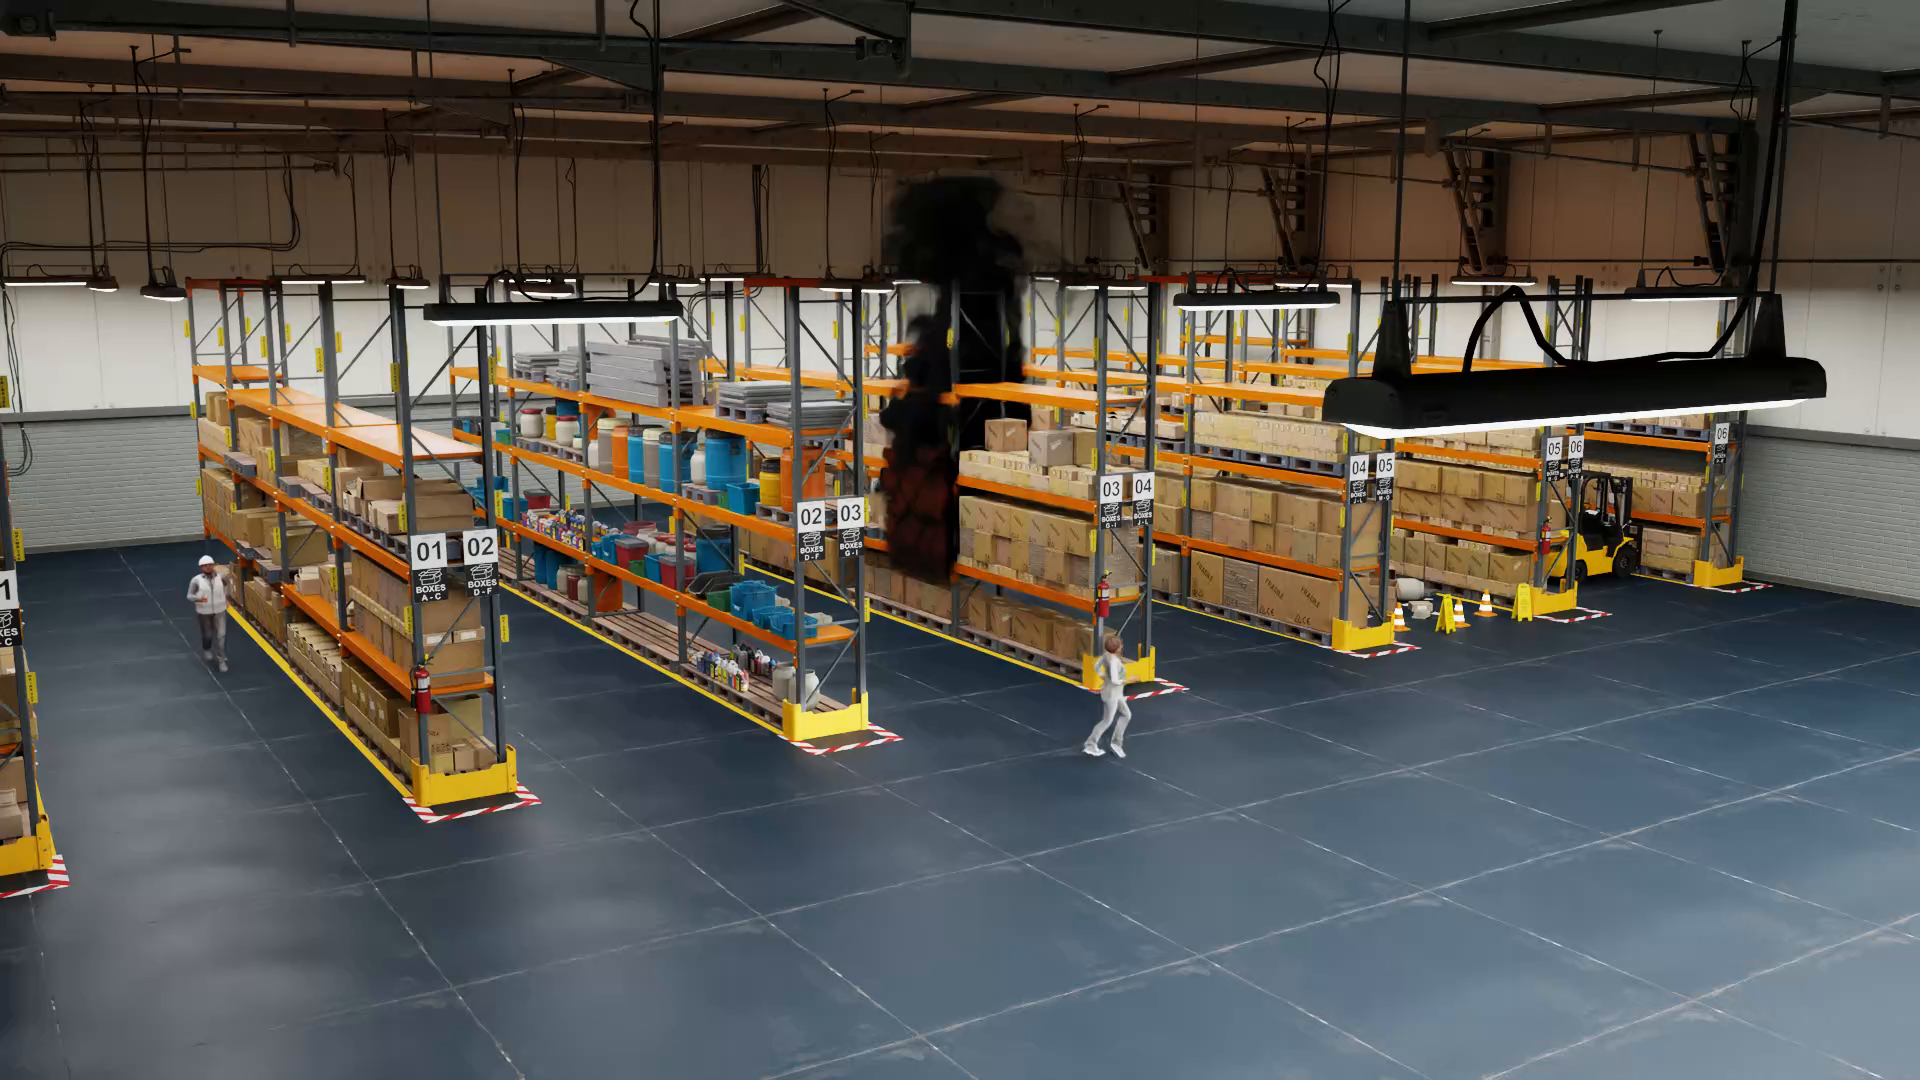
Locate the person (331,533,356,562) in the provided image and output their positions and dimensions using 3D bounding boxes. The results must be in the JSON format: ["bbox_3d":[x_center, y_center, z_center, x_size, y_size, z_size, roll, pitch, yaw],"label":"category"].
[{"bbox_3d":[-12.397,-0.072,33.302,0.699,1.780,0.647,-6,11,-33],"label":"person"}]

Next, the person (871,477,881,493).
[{"bbox_3d":[-2.005,-1.550,41.812,0.876,1.844,0.643,-8,12,-38],"label":"person"}]

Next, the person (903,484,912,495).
[{"bbox_3d":[-1.318,-1.485,42.143,0.576,1.640,0.666,6,11,30],"label":"person"}]

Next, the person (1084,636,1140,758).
[{"bbox_3d":[1.937,2.024,21.211,0.702,1.634,0.513,0,10,1],"label":"person"}]

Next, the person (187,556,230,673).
[{"bbox_3d":[-11.682,1.124,25.935,0.658,1.789,0.955,-6,11,-33],"label":"person"}]
